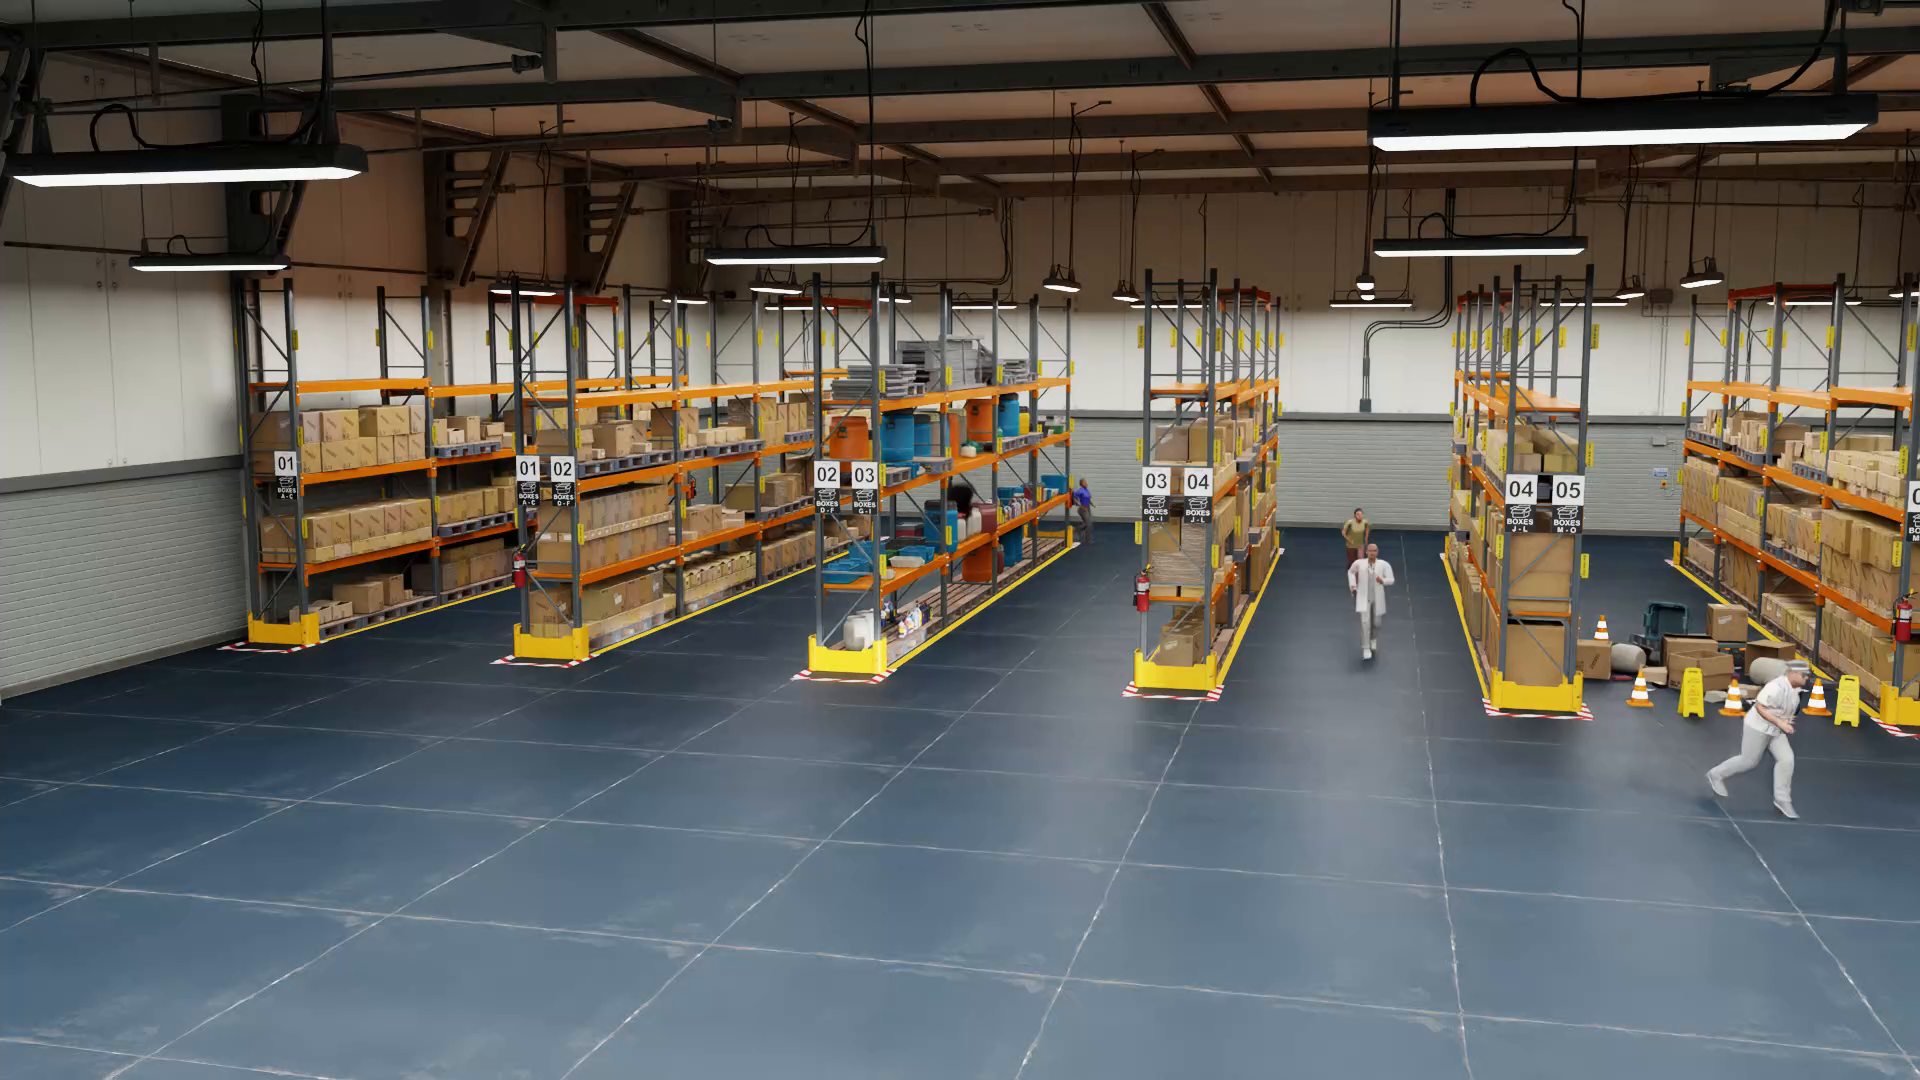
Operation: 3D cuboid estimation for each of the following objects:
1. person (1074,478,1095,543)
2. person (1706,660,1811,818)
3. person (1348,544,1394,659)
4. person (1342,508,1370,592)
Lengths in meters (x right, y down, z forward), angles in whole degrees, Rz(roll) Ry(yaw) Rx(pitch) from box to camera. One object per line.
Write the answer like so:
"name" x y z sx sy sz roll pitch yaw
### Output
"person" 3.040 -0.668 41.254 0.652 1.567 0.630 5 9 38
"person" 8.564 2.068 17.848 0.702 1.719 1.023 -6 9 -40
"person" 6.516 0.934 26.383 0.703 1.762 1.065 1 7 9
"person" 8.015 0.159 33.730 0.580 1.658 1.073 0 7 4
